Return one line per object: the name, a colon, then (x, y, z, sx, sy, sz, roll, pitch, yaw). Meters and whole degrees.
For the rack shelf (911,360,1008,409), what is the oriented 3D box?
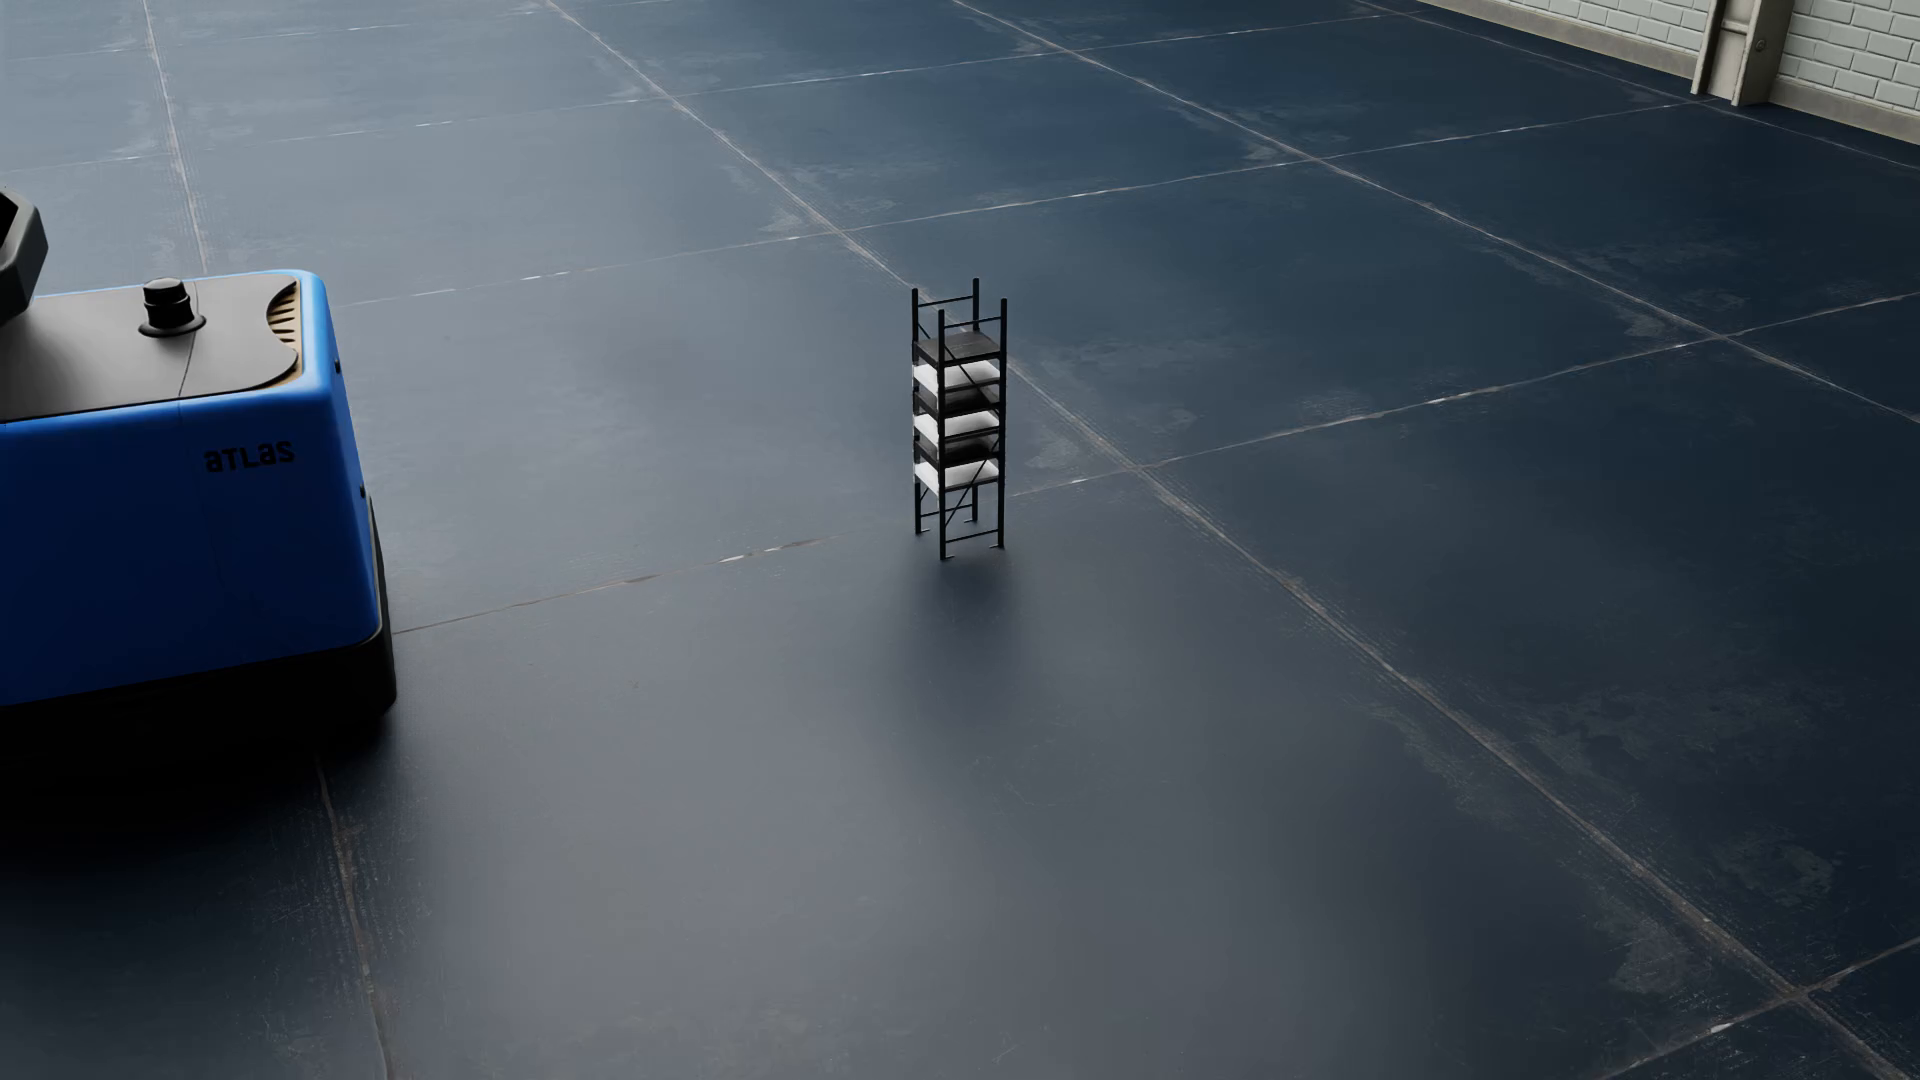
rack shelf: (-0.003, -0.524, 5.465, 0.258, 0.077, 0.200, -13, 32, -22)

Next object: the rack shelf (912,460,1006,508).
rack shelf: (-0.003, -0.210, 5.641, 0.258, 0.077, 0.200, -13, 32, -22)

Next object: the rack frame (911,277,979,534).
rack frame: (-0.047, -0.441, 5.616, 0.240, 0.900, 0.006, -13, 32, -22)

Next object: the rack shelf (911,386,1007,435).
rack shelf: (-0.003, -0.446, 5.509, 0.258, 0.077, 0.200, -13, 32, -22)

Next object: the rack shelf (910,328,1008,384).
rack shelf: (-0.003, -0.603, 5.421, 0.258, 0.077, 0.200, -13, 32, -22)

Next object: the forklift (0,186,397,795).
forklift: (-3.196, -0.715, 4.028, 3.031, 2.935, 1.130, -10, 31, -17)

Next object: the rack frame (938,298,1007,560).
rack frame: (0.040, -0.351, 5.456, 0.240, 0.900, 0.006, -13, 32, -22)

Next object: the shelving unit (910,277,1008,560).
shelving unit: (-0.003, -0.396, 5.536, 0.258, 0.900, 0.210, -13, 32, -22)

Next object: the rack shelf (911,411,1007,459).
rack shelf: (-0.003, -0.367, 5.553, 0.258, 0.077, 0.200, -13, 32, -22)

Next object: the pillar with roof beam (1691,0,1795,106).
pillar with roof beam: (1.190, -5.943, 7.149, 9.100, 9.000, 0.400, -13, 32, -22)

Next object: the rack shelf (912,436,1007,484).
rack shelf: (-0.003, -0.289, 5.597, 0.258, 0.077, 0.200, -13, 32, -22)
